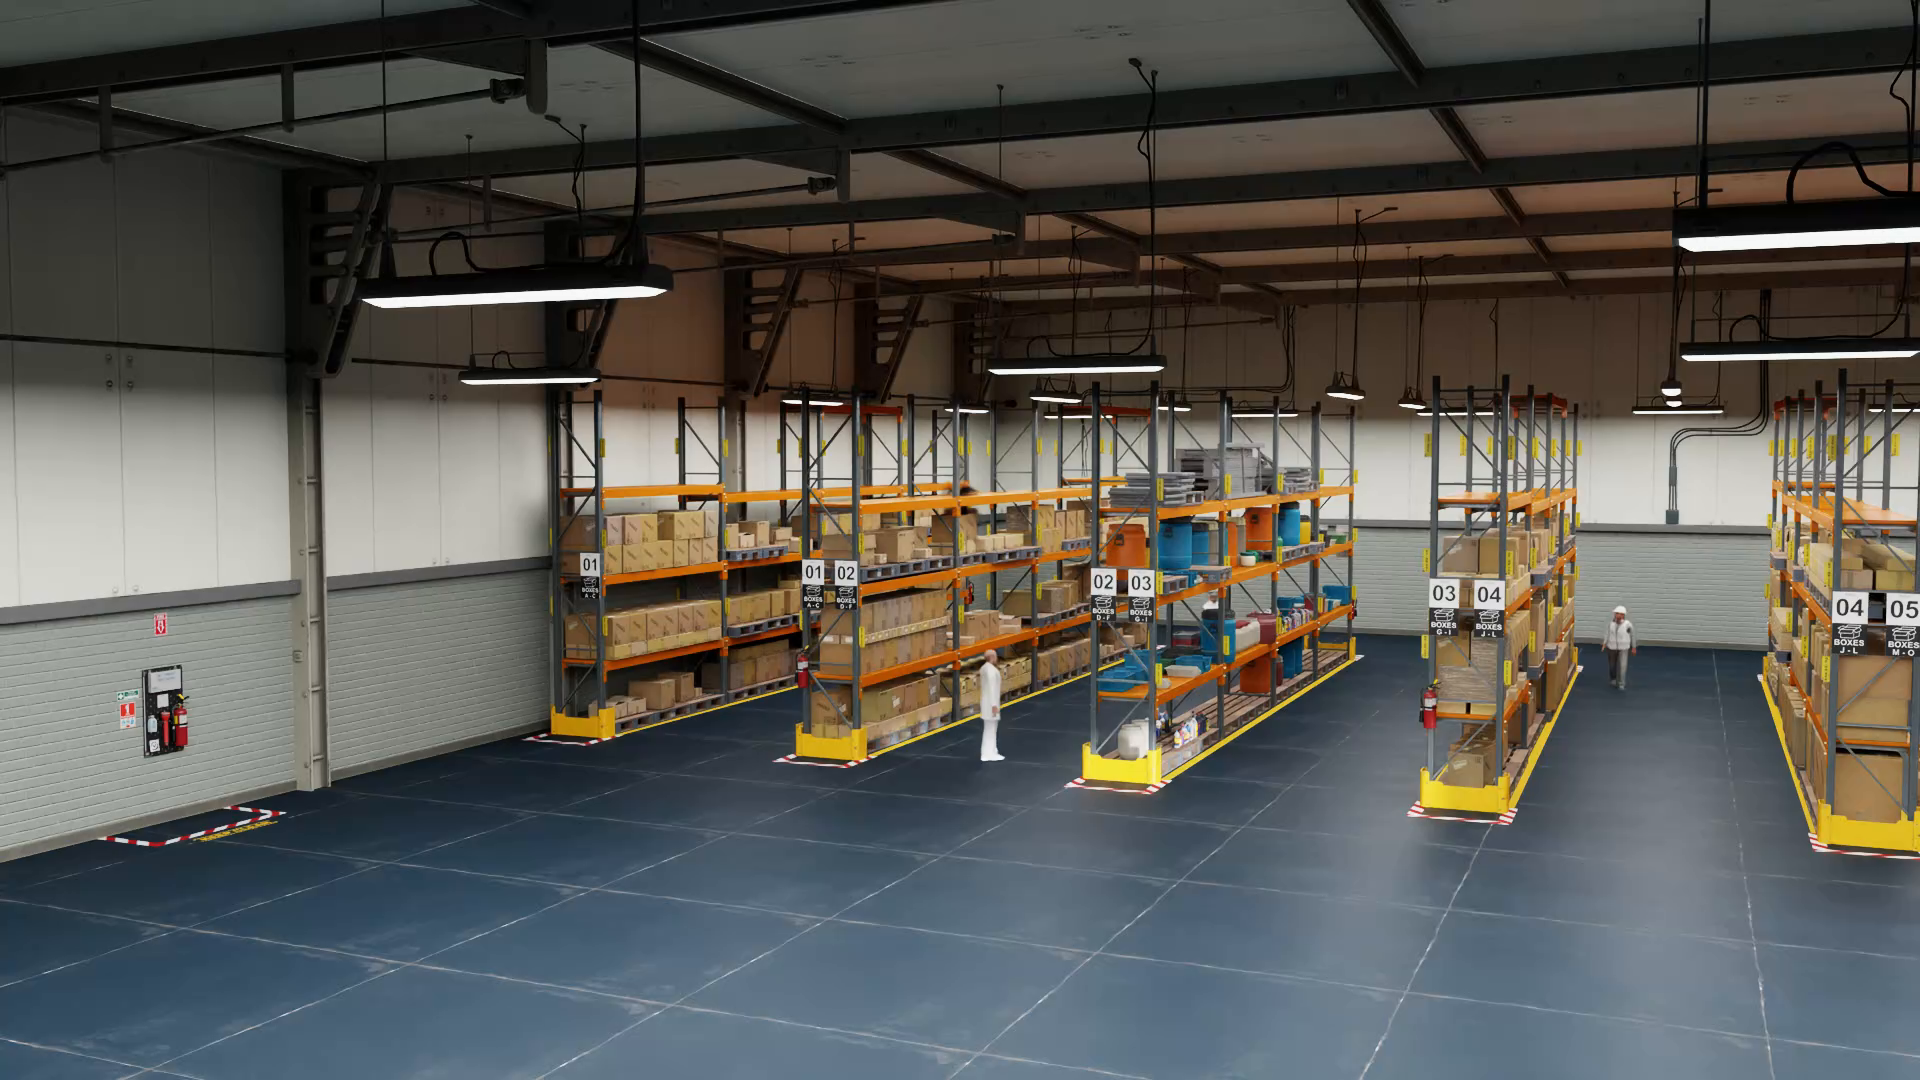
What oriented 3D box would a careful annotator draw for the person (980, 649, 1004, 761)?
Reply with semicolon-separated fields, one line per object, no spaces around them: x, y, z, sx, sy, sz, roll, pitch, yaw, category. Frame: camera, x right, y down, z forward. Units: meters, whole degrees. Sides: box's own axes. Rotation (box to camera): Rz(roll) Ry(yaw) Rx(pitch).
0.545;2.663;26.656;0.447;1.827;0.667;-1;3;-10;person

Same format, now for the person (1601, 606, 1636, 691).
13.659;2.234;34.471;0.671;1.731;1.032;1;3;24;person

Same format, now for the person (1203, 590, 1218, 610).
5.804;2.034;38.046;0.611;1.797;0.431;-3;4;-44;person
